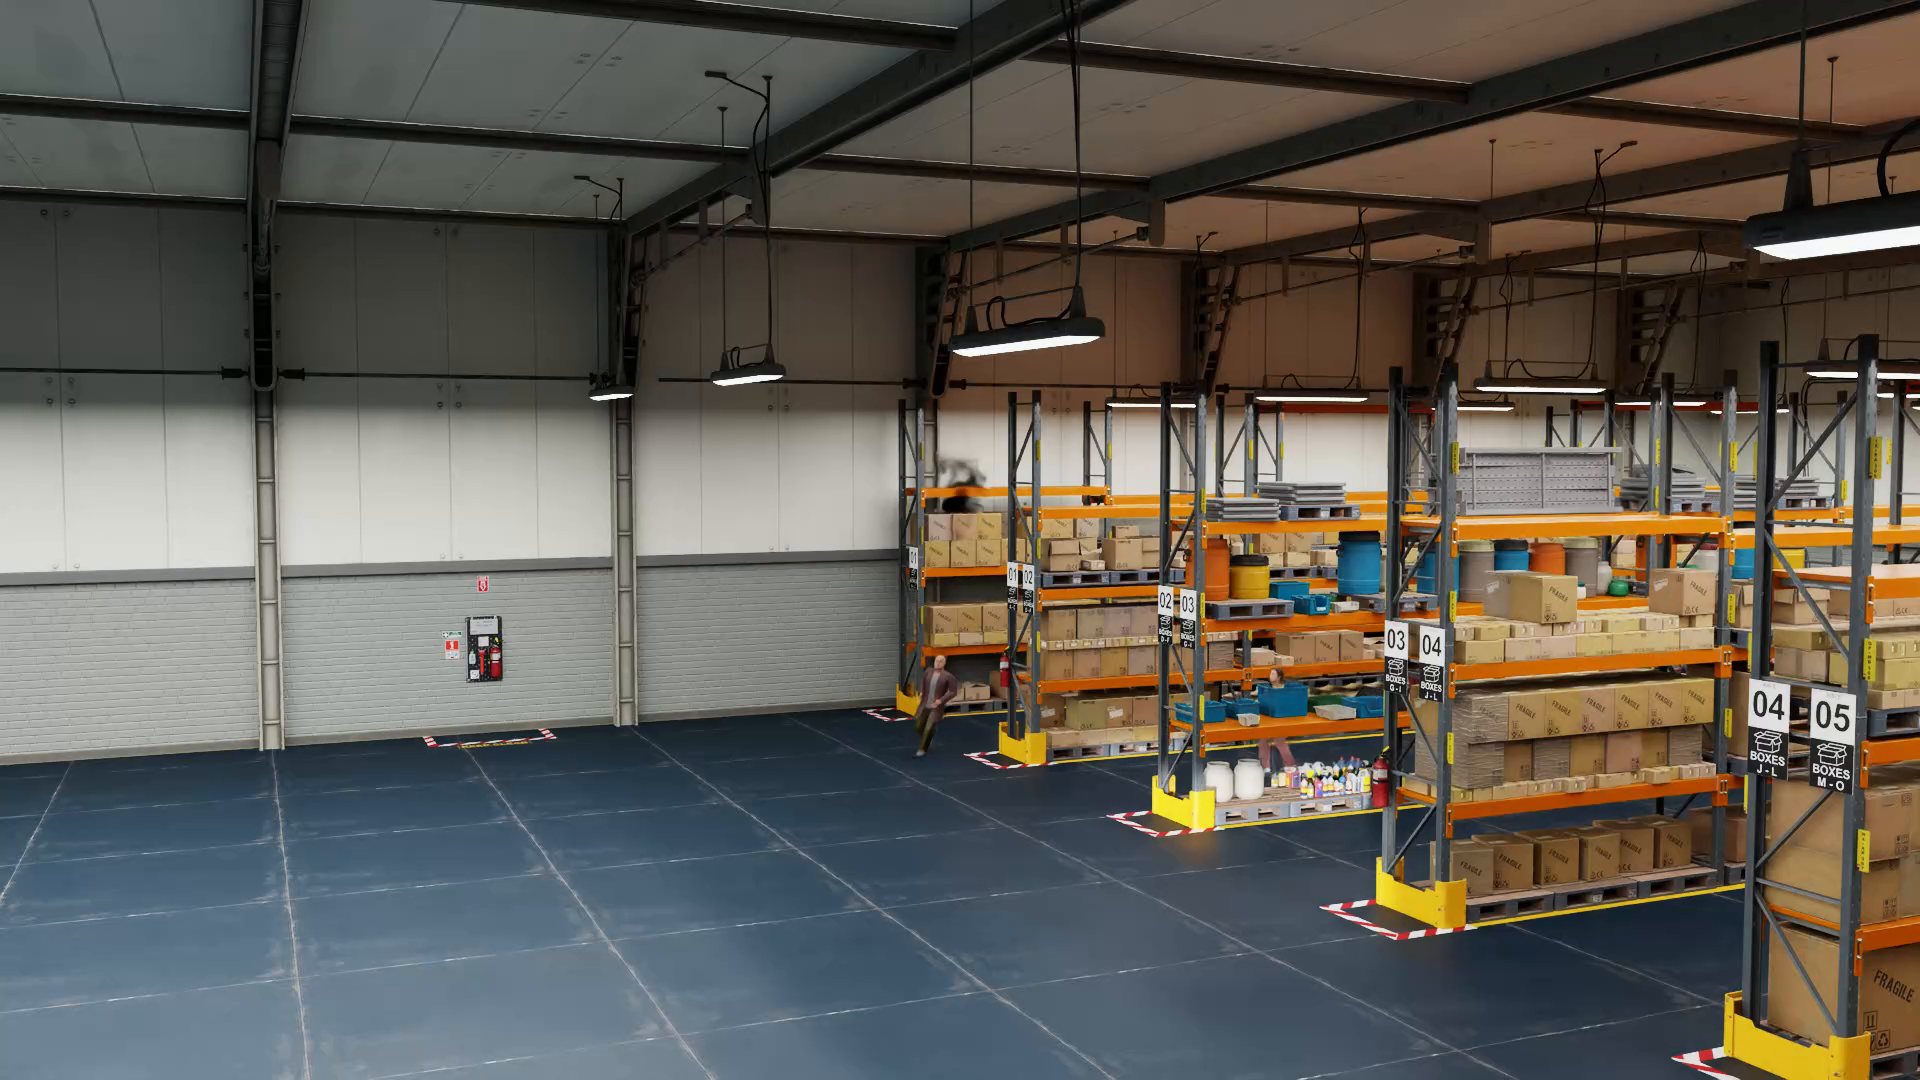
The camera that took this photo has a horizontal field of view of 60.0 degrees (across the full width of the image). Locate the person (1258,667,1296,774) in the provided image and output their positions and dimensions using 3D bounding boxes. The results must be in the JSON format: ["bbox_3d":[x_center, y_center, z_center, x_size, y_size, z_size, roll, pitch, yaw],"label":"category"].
[{"bbox_3d":[4.907,2.822,25.760,0.732,1.716,0.580,-2,4,-30],"label":"person"}]

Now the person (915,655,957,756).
[{"bbox_3d":[-0.381,2.719,27.363,0.753,1.684,0.643,2,4,26],"label":"person"}]
